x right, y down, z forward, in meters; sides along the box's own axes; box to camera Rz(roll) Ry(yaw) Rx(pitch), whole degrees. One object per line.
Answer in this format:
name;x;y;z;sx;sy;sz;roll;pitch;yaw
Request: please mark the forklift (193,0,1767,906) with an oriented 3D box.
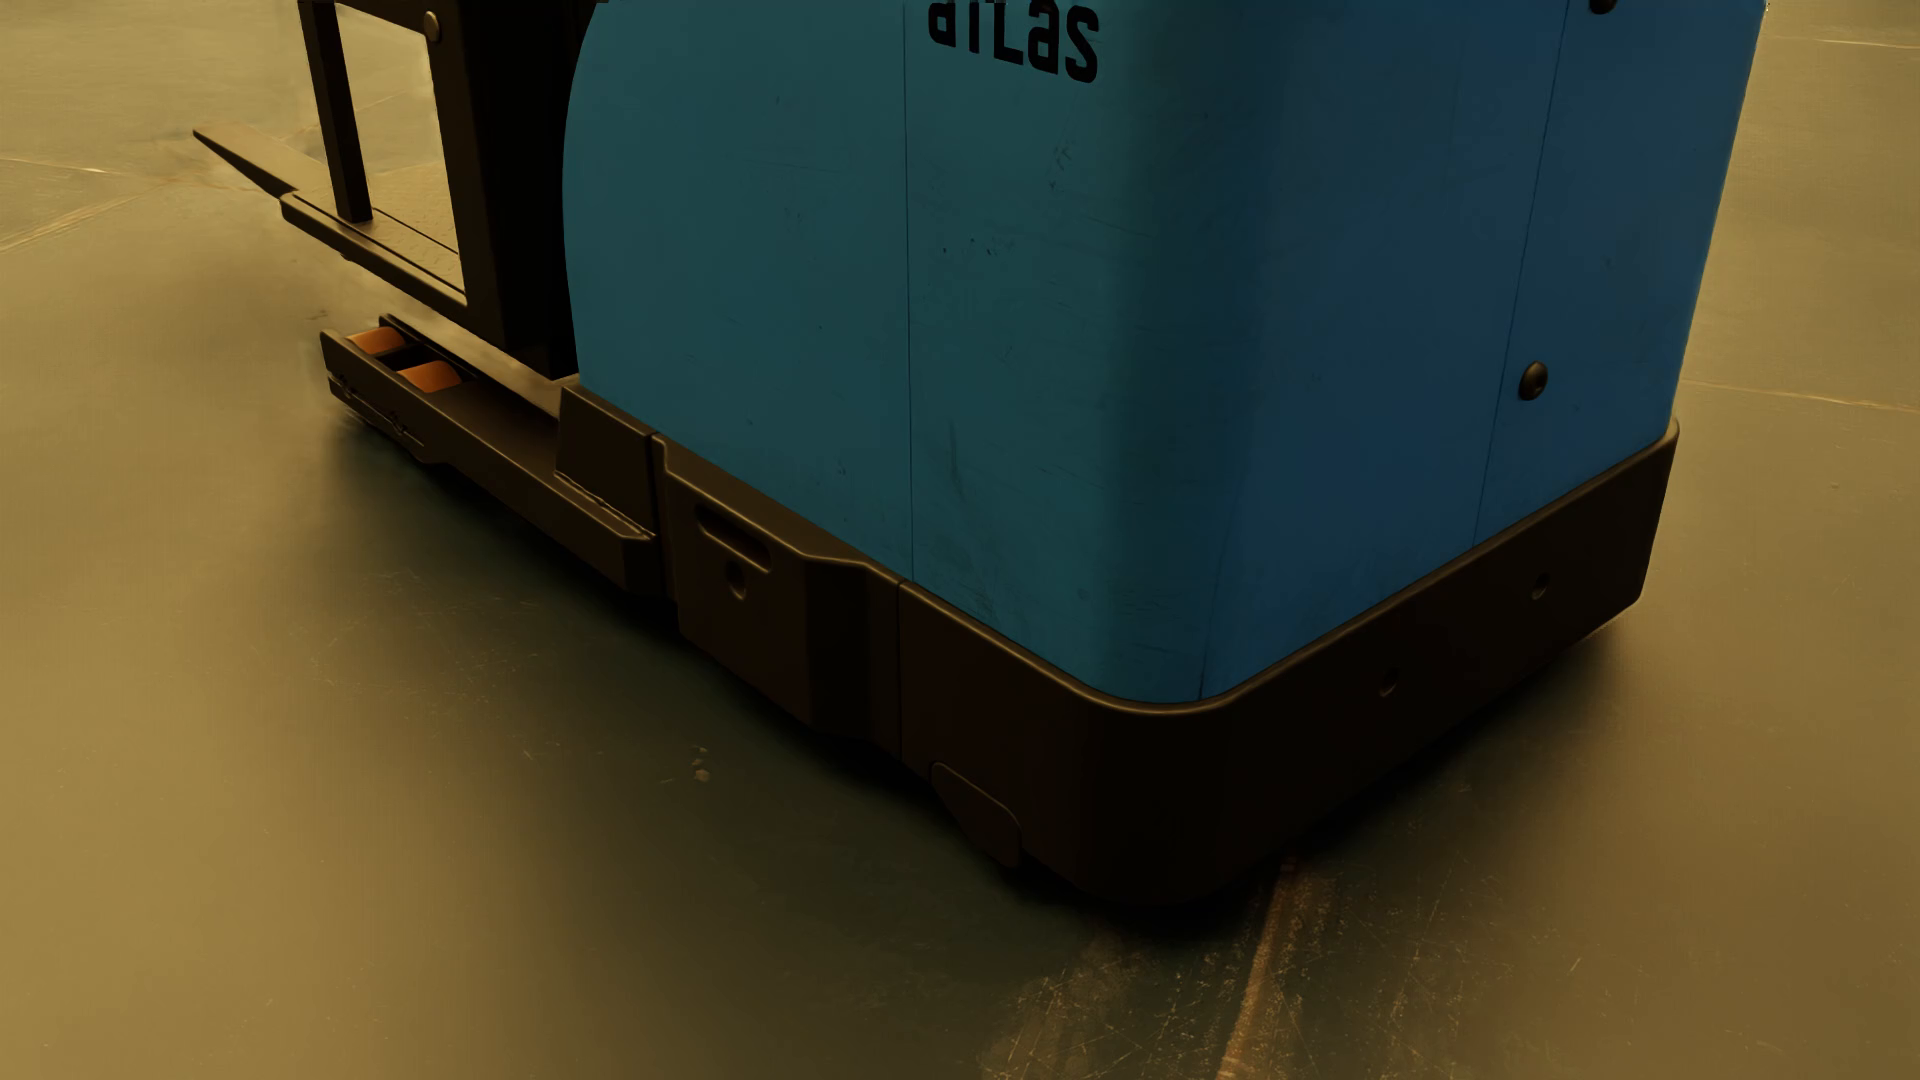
forklift;-0.430;-1.546;2.256;1.130;2.935;3.031;-24;37;-35
